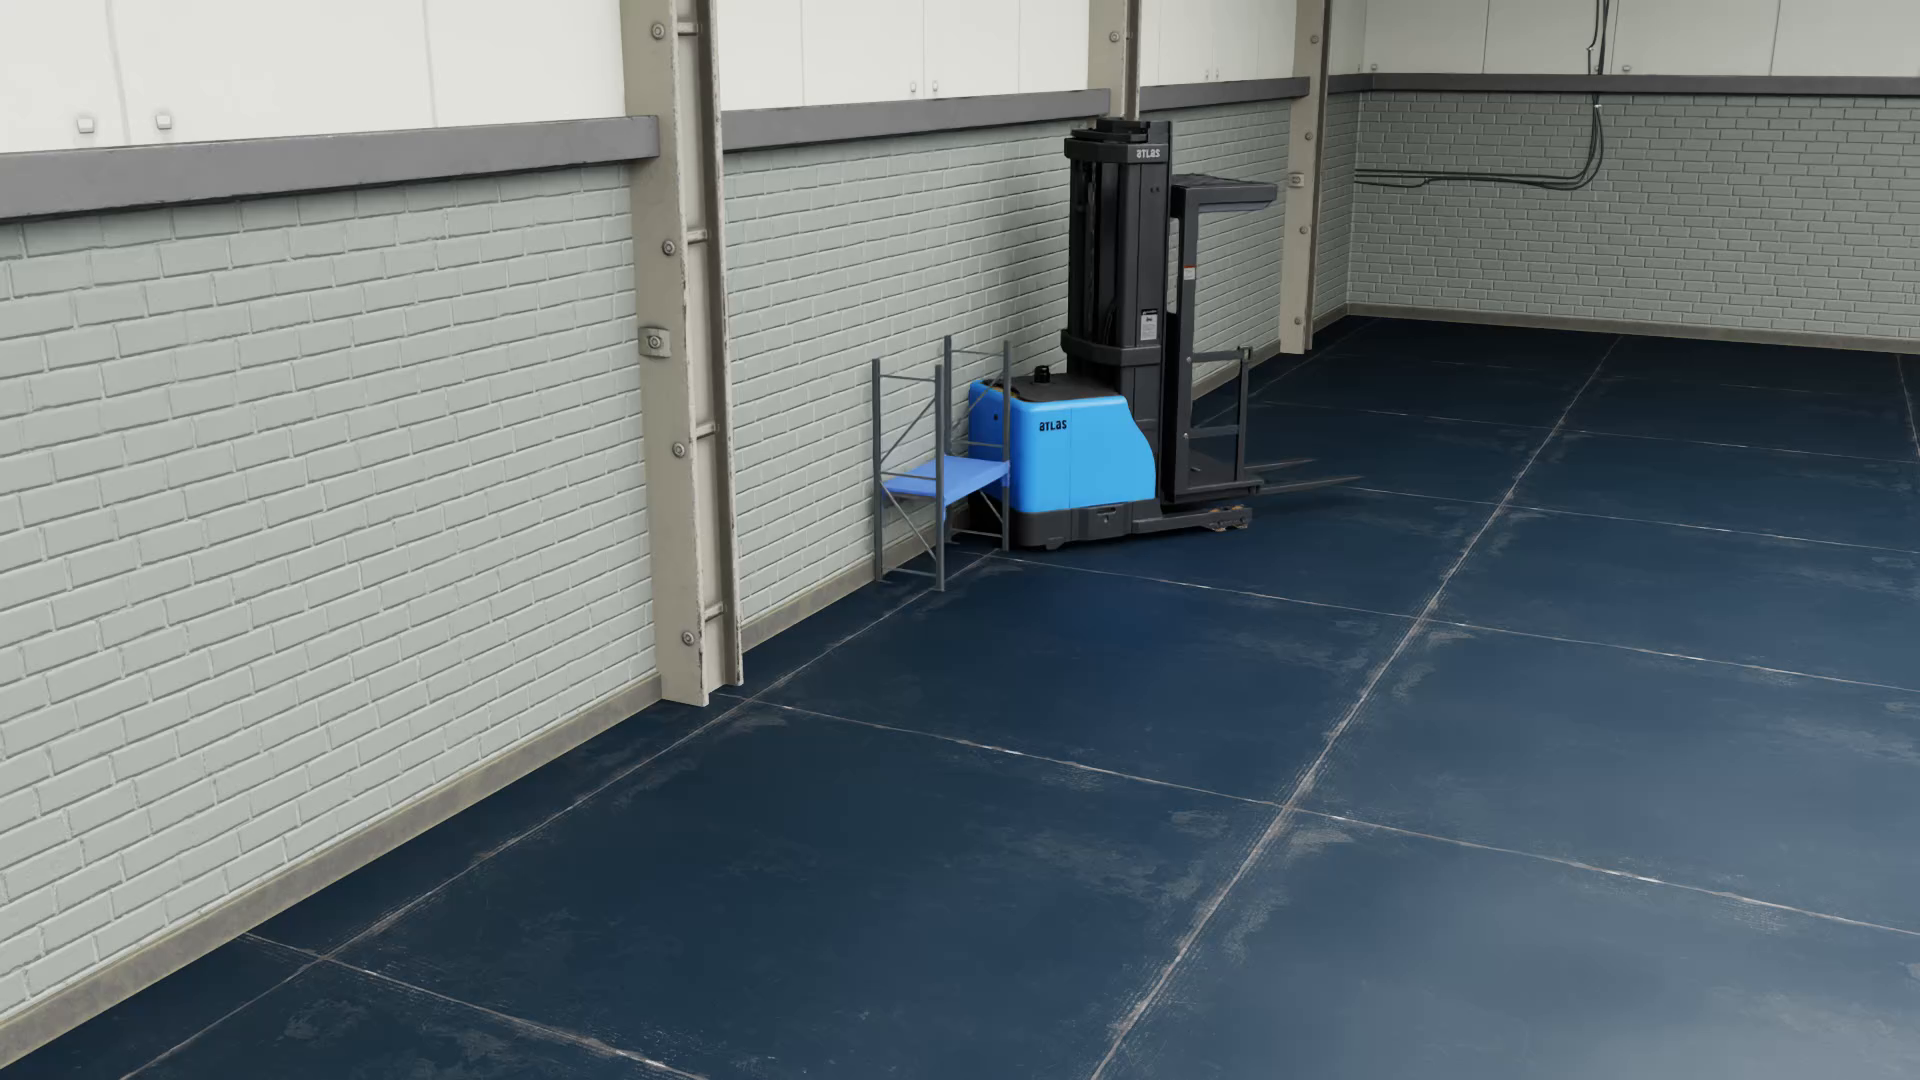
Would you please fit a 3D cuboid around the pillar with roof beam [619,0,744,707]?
[{"bbox_3d":[2.415,-2.934,6.097,9.100,9.000,0.400,8,18,25],"label":"pillar with roof beam"}]

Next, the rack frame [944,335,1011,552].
[{"bbox_3d":[0.119,-0.671,11.646,0.500,1.500,0.032,8,18,25],"label":"rack frame"}]

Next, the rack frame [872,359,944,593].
[{"bbox_3d":[-0.336,-0.411,10.774,0.500,1.500,0.032,8,18,25],"label":"rack frame"}]

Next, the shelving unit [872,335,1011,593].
[{"bbox_3d":[-0.109,-0.541,11.210,0.538,1.500,1.048,8,18,25],"label":"shelving unit"}]

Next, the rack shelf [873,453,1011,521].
[{"bbox_3d":[-0.109,-0.369,11.261,0.538,0.185,1.000,8,18,25],"label":"rack shelf"}]

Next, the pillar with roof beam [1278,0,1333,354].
[{"bbox_3d":[7.777,-5.990,16.388,9.100,9.000,0.400,8,18,25],"label":"pillar with roof beam"}]

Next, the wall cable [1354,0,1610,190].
[{"bbox_3d":[6.425,-5.632,20.634,3.097,2.526,0.112,8,18,25],"label":"wall cable"}]

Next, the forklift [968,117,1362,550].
[{"bbox_3d":[1.606,-1.593,12.239,3.031,2.935,1.130,-7,18,-23],"label":"forklift"}]

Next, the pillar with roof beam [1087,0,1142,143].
[{"bbox_3d":[5.096,-4.462,11.243,9.100,9.000,0.400,8,18,25],"label":"pillar with roof beam"}]
